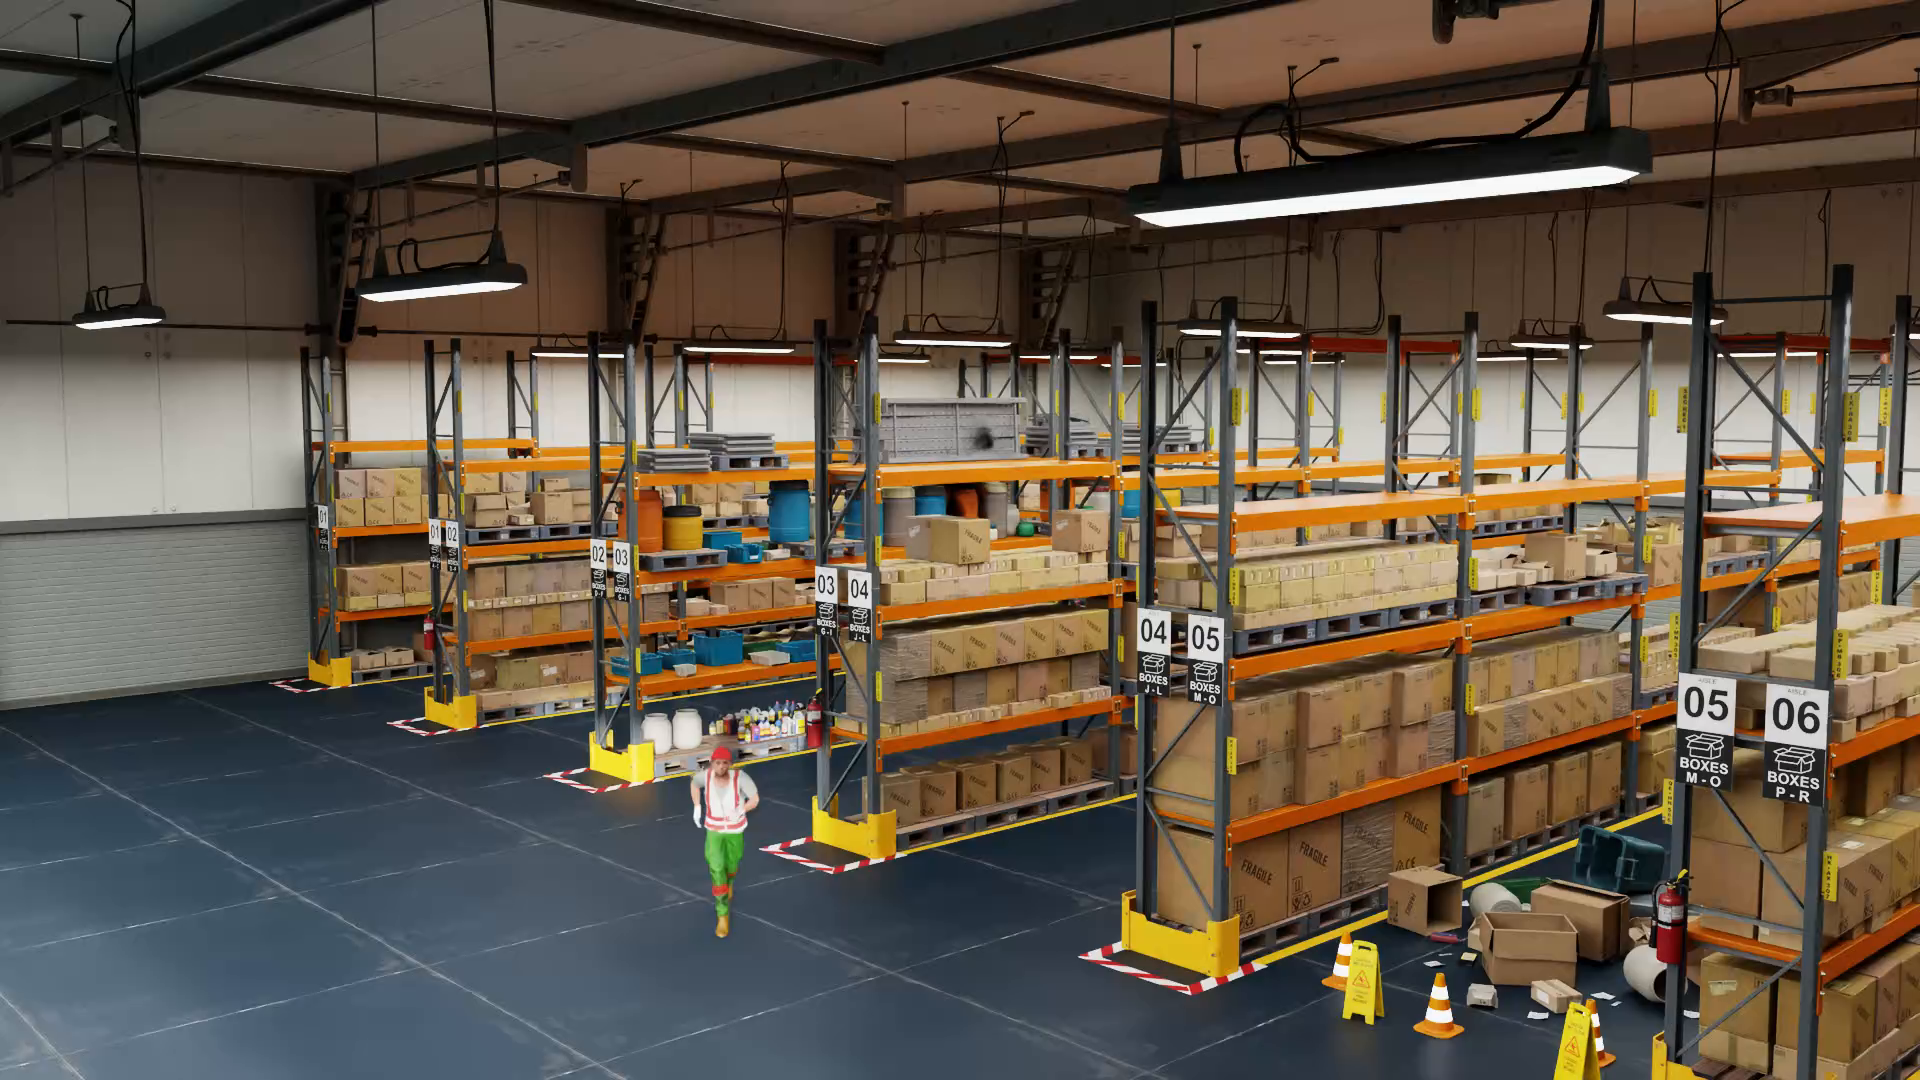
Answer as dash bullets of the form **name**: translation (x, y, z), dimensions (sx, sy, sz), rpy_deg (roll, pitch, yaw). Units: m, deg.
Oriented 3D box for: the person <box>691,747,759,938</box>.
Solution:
- **person**: translation (-2.300, 2.859, 16.297), dimensions (0.659, 1.782, 1.106), rpy_deg (-1, 5, -9)
